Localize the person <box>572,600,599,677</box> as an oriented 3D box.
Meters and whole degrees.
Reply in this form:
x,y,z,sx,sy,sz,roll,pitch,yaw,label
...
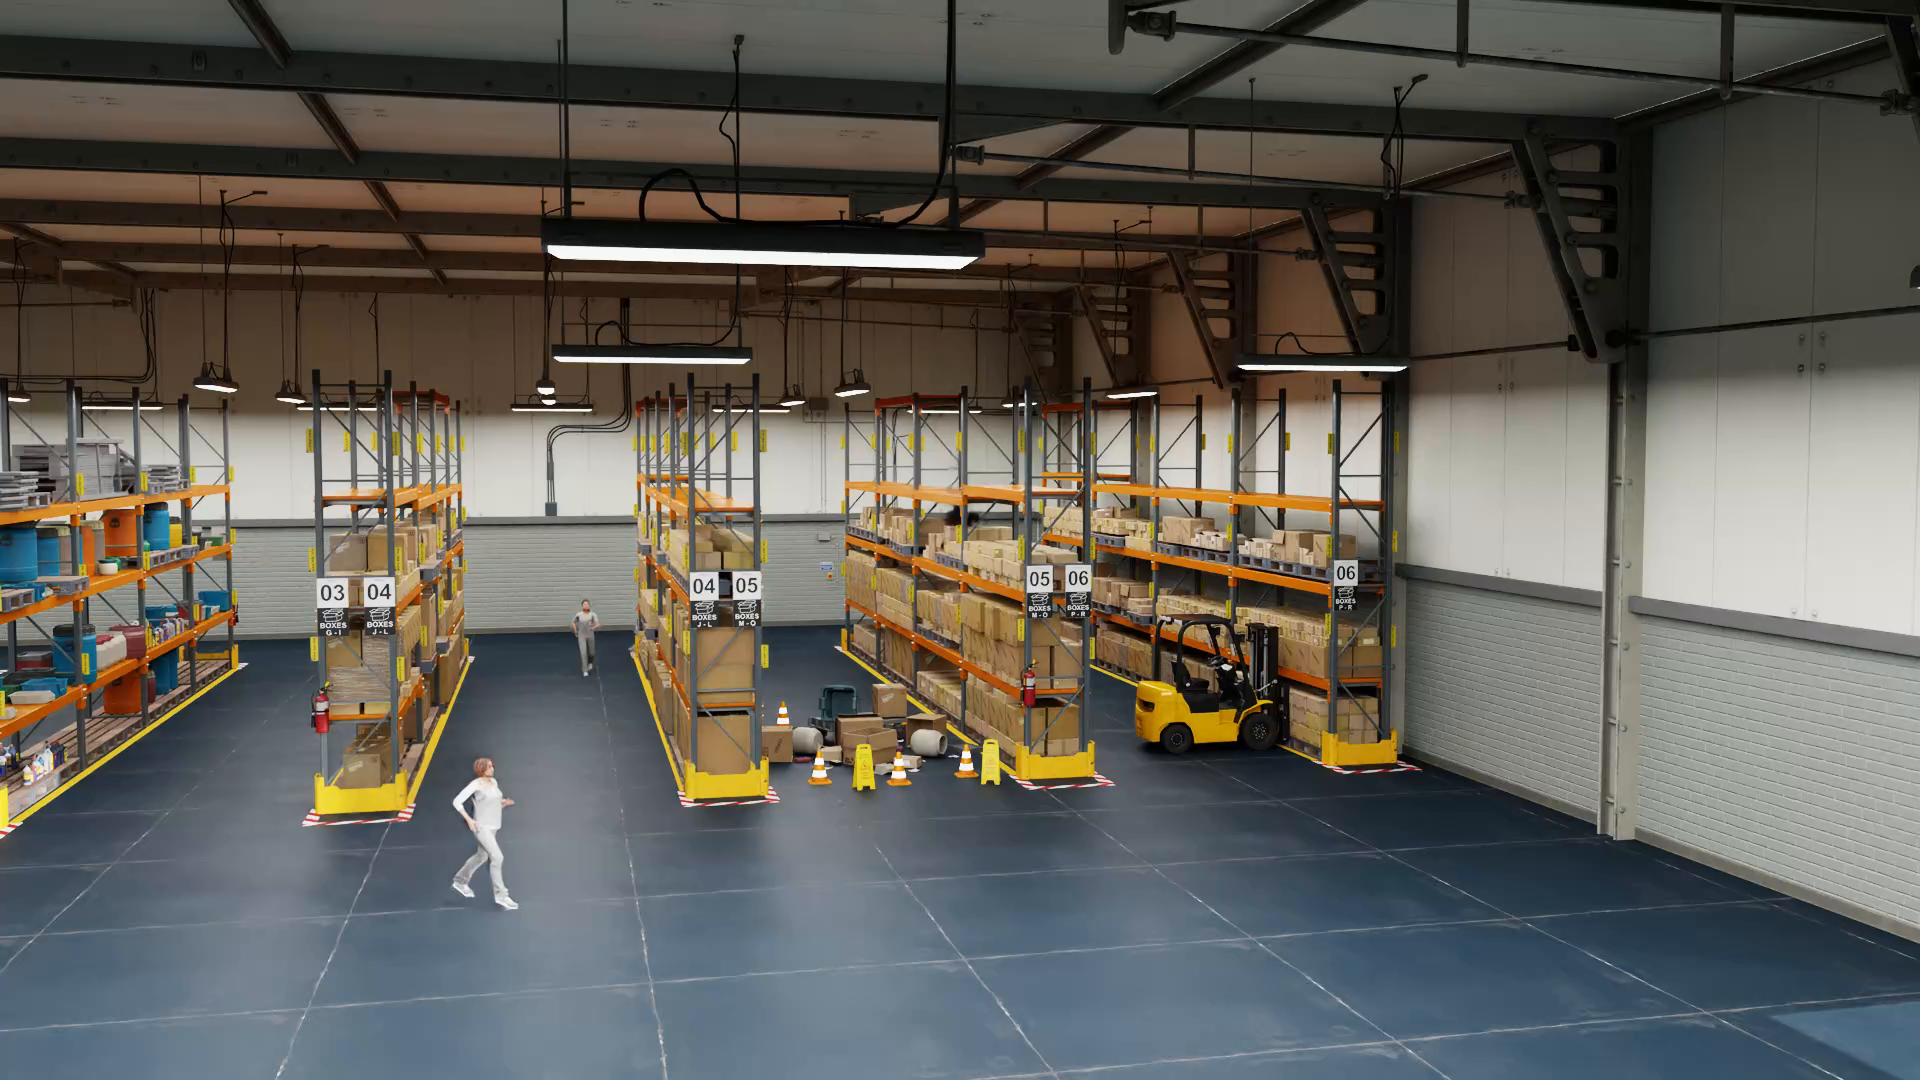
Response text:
x,y,z,sx,sy,sz,roll,pitch,yaw,label
-8.090,2.106,35.951,0.576,1.636,0.820,-1,3,-13,person

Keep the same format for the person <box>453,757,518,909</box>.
x,y,z,sx,sy,sz,roll,pitch,yaw,label
-5.145,3.145,17.968,0.822,1.618,0.522,1,3,12,person

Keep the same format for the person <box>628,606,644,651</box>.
x,y,z,sx,sy,sz,roll,pitch,yaw,label
-7.600,1.813,40.206,0.863,1.737,0.708,-1,4,-21,person
